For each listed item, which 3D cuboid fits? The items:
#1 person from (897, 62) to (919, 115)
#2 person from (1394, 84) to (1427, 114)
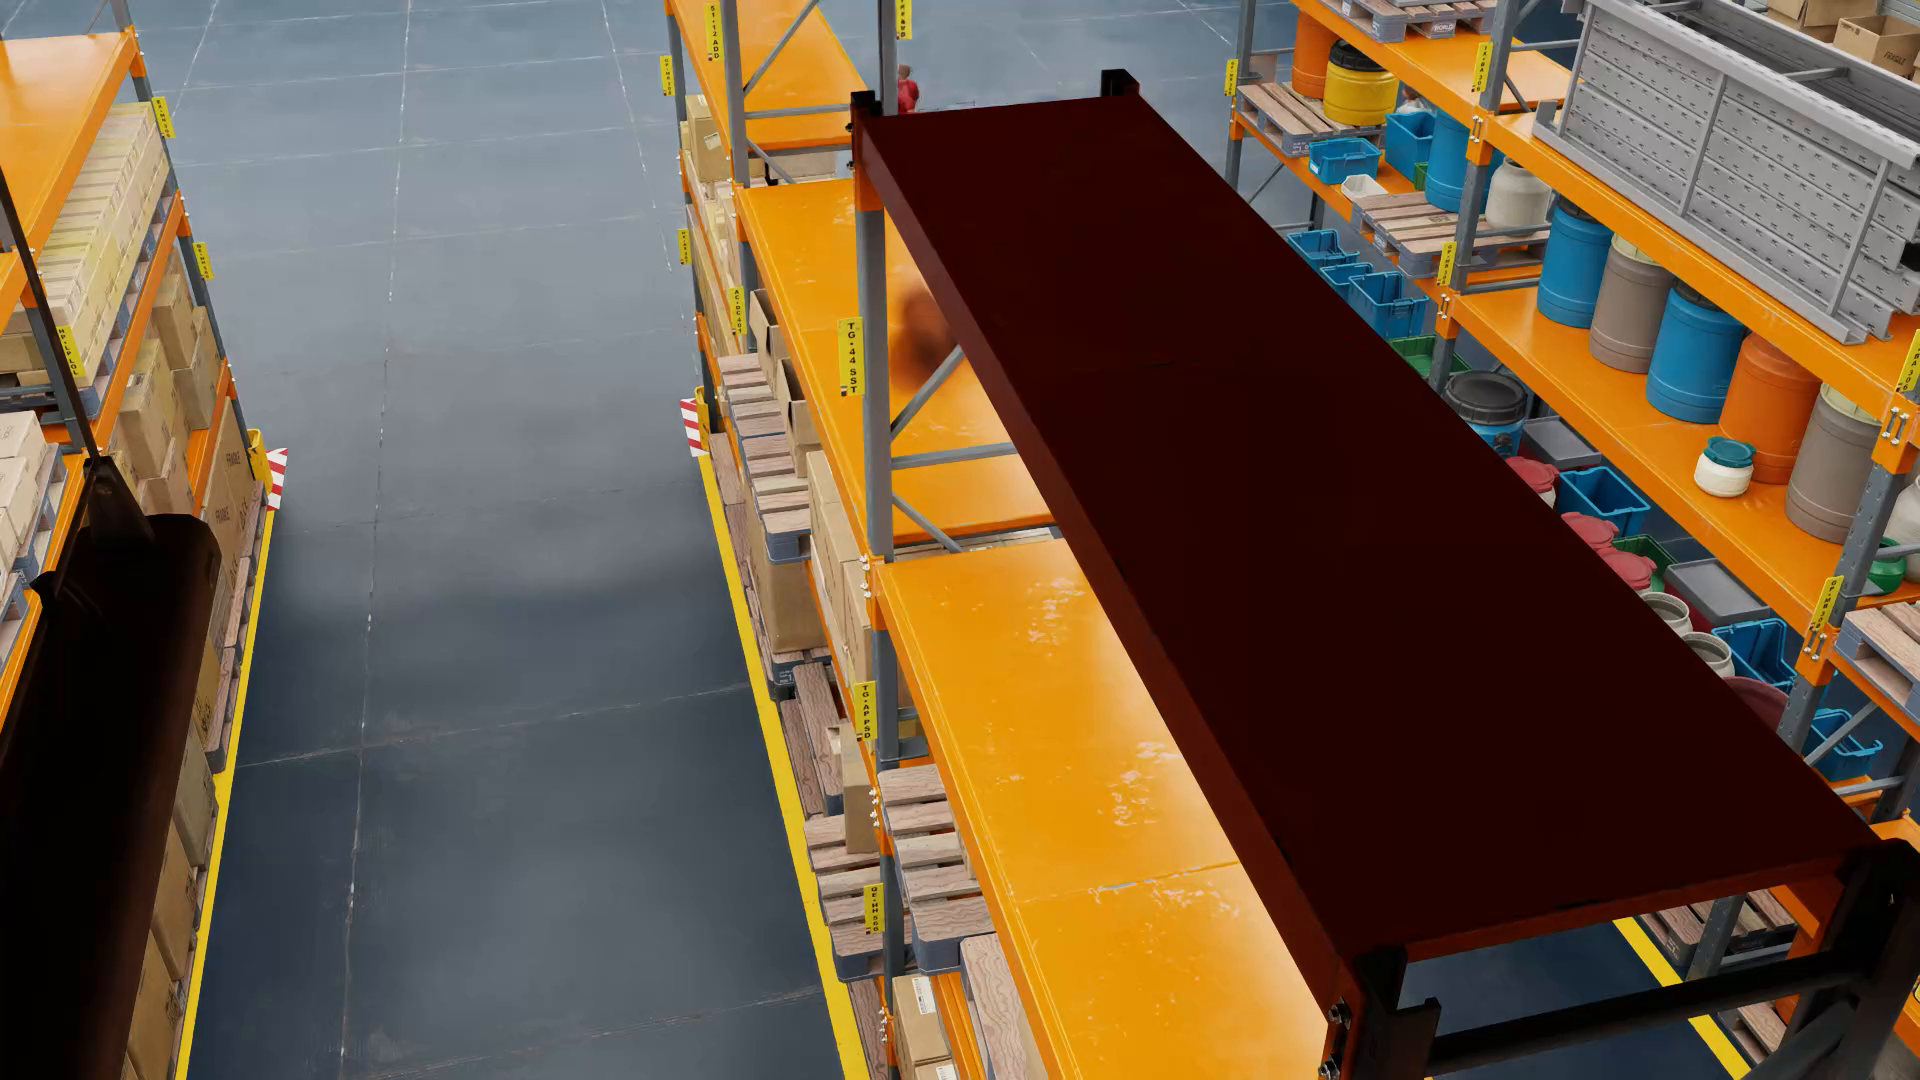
[{"bbox_3d":[-0.636,-4.784,19.622,1.053,1.726,0.638,12,36,17],"label":"person"},{"bbox_3d":[5.163,-4.563,19.308,0.884,1.592,0.535,6,35,8],"label":"person"}]
